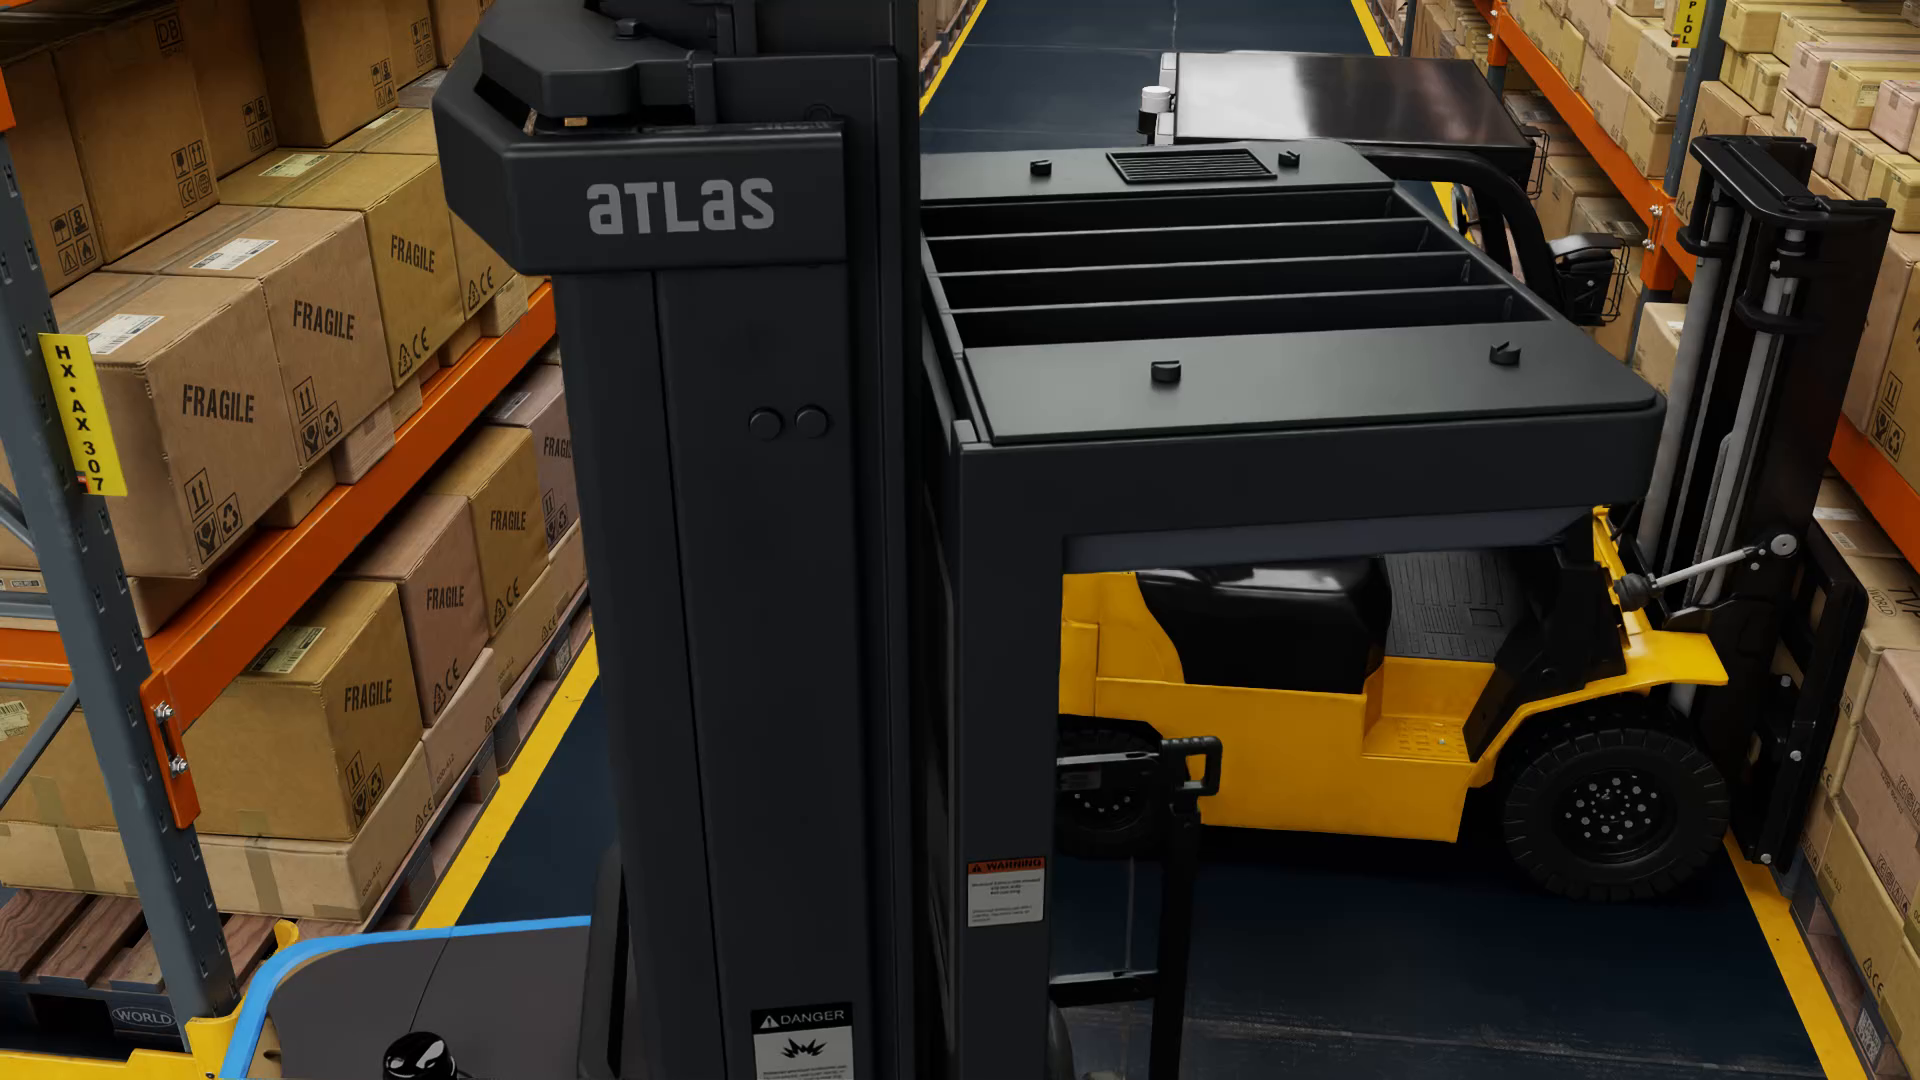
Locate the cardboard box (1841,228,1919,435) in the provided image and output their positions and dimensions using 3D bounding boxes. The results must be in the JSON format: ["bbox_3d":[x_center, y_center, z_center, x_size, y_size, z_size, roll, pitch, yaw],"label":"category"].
[{"bbox_3d":[2.736,-0.607,4.609,0.500,0.500,0.500,4,29,7],"label":"cardboard box"}]

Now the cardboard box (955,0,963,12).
[{"bbox_3d":[-0.413,-5.297,15.678,0.875,0.438,0.875,3,28,5],"label":"cardboard box"}]

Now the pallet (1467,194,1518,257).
[{"bbox_3d":[3.592,-1.747,9.770,1.003,0.211,1.213,3,28,6],"label":"pallet"}]

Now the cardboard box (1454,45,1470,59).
[{"bbox_3d":[3.703,-3.137,11.603,0.500,0.500,0.500,5,29,8],"label":"cardboard box"}]

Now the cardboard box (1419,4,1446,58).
[{"bbox_3d":[3.883,-3.861,12.947,0.500,0.500,0.500,3,28,6],"label":"cardboard box"}]

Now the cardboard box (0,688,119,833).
[{"bbox_3d":[-2.337,0.422,4.469,0.500,0.500,0.500,4,29,7],"label":"cardboard box"}]

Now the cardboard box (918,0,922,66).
[{"bbox_3d":[-0.805,-4.057,12.915,0.875,0.875,0.875,4,29,8],"label":"cardboard box"}]

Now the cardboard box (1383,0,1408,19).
[{"bbox_3d":[4.272,-5.039,15.133,0.700,0.500,0.500,2,28,4],"label":"cardboard box"}]

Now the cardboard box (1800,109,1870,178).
[{"bbox_3d":[2.769,-1.190,5.007,0.380,0.149,0.250,3,28,6],"label":"cardboard box"}]

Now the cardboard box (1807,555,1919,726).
[{"bbox_3d":[2.606,0.278,4.474,0.500,0.250,0.500,4,29,7],"label":"cardboard box"}]

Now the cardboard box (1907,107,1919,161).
[{"bbox_3d":[2.815,-1.075,4.480,0.380,0.149,0.250,3,29,6],"label":"cardboard box"}]

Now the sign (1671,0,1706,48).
[{"bbox_3d":[2.701,-1.979,6.123,0.100,0.325,0.005,3,28,6],"label":"sign"}]

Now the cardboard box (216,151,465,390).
[{"bbox_3d":[-1.721,-0.746,4.554,0.500,0.500,0.500,3,28,5],"label":"cardboard box"}]

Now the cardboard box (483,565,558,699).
[{"bbox_3d":[-1.678,0.284,5.517,0.500,0.250,0.500,5,29,10],"label":"cardboard box"}]

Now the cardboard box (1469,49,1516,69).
[{"bbox_3d":[3.543,-3.107,10.864,0.380,0.149,0.250,2,28,4],"label":"cardboard box"}]

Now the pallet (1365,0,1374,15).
[{"bbox_3d":[4.605,-5.487,16.712,1.003,0.211,1.213,3,28,6],"label":"pallet"}]

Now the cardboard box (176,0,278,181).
[{"bbox_3d":[-2.300,-1.233,4.403,0.700,0.500,0.500,3,28,6],"label":"cardboard box"}]

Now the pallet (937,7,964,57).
[{"bbox_3d":[-0.535,-4.655,15.168,1.003,0.211,1.213,3,28,6],"label":"pallet"}]

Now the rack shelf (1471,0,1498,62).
[{"bbox_3d":[3.976,-3.984,11.742,1.077,0.370,4.000,3,28,6],"label":"rack shelf"}]

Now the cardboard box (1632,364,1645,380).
[{"bbox_3d":[2.875,-0.462,6.373,0.500,0.250,0.500,3,28,6],"label":"cardboard box"}]

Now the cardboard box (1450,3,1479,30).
[{"bbox_3d":[3.815,-3.841,12.226,0.380,0.149,0.250,4,29,8],"label":"cardboard box"}]

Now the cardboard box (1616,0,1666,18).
[{"bbox_3d":[3.059,-2.346,7.153,0.380,0.149,0.250,2,28,5],"label":"cardboard box"}]

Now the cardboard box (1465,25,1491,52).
[{"bbox_3d":[3.726,-3.468,11.533,0.380,0.149,0.250,3,28,5],"label":"cardboard box"}]

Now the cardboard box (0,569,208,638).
[{"bbox_3d":[-1.929,0.082,3.700,0.380,0.149,0.250,3,29,6],"label":"cardboard box"}]

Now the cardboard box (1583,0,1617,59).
[{"bbox_3d":[3.172,-2.360,7.599,0.500,0.250,0.500,4,29,7],"label":"cardboard box"}]

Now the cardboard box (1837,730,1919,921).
[{"bbox_3d":[2.572,0.729,4.164,0.500,0.250,0.500,3,28,6],"label":"cardboard box"}]

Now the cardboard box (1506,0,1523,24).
[{"bbox_3d":[3.434,-3.099,9.498,0.500,0.250,0.500,3,29,6],"label":"cardboard box"}]

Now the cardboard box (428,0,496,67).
[{"bbox_3d":[-2.039,-1.945,5.725,0.700,0.500,0.500,4,29,6],"label":"cardboard box"}]

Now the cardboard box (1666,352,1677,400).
[{"bbox_3d":[2.798,-0.442,5.810,0.500,0.250,0.500,3,28,6],"label":"cardboard box"}]

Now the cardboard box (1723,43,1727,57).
[{"bbox_3d":[3.062,-1.980,6.474,0.380,0.149,0.250,4,29,8],"label":"cardboard box"}]

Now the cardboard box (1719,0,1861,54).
[{"bbox_3d":[2.907,-1.805,5.834,0.380,0.149,0.250,4,29,7],"label":"cardboard box"}]

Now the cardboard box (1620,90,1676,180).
[{"bbox_3d":[3.043,-1.663,6.833,0.500,0.250,0.500,4,29,7],"label":"cardboard box"}]

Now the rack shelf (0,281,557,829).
[{"bbox_3d":[-1.931,-0.505,5.284,1.077,0.370,4.000,3,28,6],"label":"rack shelf"}]

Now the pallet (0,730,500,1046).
[{"bbox_3d":[-2.032,0.931,4.800,1.003,0.211,1.213,3,28,6],"label":"pallet"}]

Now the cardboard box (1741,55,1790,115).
[{"bbox_3d":[2.911,-1.550,5.675,0.380,0.149,0.250,4,29,7],"label":"cardboard box"}]

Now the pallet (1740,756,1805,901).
[{"bbox_3d":[2.955,0.698,5.231,1.003,0.211,1.213,3,28,6],"label":"pallet"}]

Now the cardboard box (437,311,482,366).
[{"bbox_3d":[-1.689,-0.649,5.056,0.380,0.149,0.250,3,28,5],"label":"cardboard box"}]

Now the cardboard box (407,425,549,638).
[{"bbox_3d":[-1.671,-0.042,5.331,0.500,0.500,0.500,4,29,7],"label":"cardboard box"}]

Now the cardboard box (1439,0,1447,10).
[{"bbox_3d":[3.936,-4.203,12.897,0.380,0.149,0.250,2,28,4],"label":"cardboard box"}]

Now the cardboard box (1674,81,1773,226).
[{"bbox_3d":[2.928,-1.327,5.945,0.500,0.500,0.500,3,28,5],"label":"cardboard box"}]

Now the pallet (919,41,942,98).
[{"bbox_3d":[-0.725,-3.934,13.830,1.003,0.211,1.213,3,28,6],"label":"pallet"}]

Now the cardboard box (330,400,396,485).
[{"bbox_3d":[-1.722,-0.275,4.362,0.380,0.149,0.250,4,29,7],"label":"cardboard box"}]

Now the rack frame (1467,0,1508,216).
[{"bbox_3d":[3.731,-3.360,9.824,1.000,3.000,0.127,3,28,6],"label":"rack frame"}]

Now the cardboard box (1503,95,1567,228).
[{"bbox_3d":[3.641,-2.206,9.744,0.875,0.625,0.625,4,29,8],"label":"cardboard box"}]

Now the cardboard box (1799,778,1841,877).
[{"bbox_3d":[2.635,0.724,4.701,0.500,0.250,0.500,4,29,7],"label":"cardboard box"}]

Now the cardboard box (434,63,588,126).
[{"bbox_3d":[-1.550,-1.472,5.901,0.500,0.500,0.500,4,29,8],"label":"cardboard box"}]

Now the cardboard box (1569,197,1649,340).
[{"bbox_3d":[3.396,-1.227,7.927,0.875,0.625,0.625,3,28,6],"label":"cardboard box"}]

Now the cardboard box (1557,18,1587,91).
[{"bbox_3d":[3.246,-2.376,8.155,0.500,0.250,0.500,4,29,8],"label":"cardboard box"}]

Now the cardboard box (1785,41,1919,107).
[{"bbox_3d":[2.809,-1.440,5.158,0.380,0.149,0.250,4,29,7],"label":"cardboard box"}]

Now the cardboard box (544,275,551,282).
[{"bbox_3d":[-1.544,-1.006,5.719,0.380,0.149,0.250,3,28,5],"label":"cardboard box"}]
